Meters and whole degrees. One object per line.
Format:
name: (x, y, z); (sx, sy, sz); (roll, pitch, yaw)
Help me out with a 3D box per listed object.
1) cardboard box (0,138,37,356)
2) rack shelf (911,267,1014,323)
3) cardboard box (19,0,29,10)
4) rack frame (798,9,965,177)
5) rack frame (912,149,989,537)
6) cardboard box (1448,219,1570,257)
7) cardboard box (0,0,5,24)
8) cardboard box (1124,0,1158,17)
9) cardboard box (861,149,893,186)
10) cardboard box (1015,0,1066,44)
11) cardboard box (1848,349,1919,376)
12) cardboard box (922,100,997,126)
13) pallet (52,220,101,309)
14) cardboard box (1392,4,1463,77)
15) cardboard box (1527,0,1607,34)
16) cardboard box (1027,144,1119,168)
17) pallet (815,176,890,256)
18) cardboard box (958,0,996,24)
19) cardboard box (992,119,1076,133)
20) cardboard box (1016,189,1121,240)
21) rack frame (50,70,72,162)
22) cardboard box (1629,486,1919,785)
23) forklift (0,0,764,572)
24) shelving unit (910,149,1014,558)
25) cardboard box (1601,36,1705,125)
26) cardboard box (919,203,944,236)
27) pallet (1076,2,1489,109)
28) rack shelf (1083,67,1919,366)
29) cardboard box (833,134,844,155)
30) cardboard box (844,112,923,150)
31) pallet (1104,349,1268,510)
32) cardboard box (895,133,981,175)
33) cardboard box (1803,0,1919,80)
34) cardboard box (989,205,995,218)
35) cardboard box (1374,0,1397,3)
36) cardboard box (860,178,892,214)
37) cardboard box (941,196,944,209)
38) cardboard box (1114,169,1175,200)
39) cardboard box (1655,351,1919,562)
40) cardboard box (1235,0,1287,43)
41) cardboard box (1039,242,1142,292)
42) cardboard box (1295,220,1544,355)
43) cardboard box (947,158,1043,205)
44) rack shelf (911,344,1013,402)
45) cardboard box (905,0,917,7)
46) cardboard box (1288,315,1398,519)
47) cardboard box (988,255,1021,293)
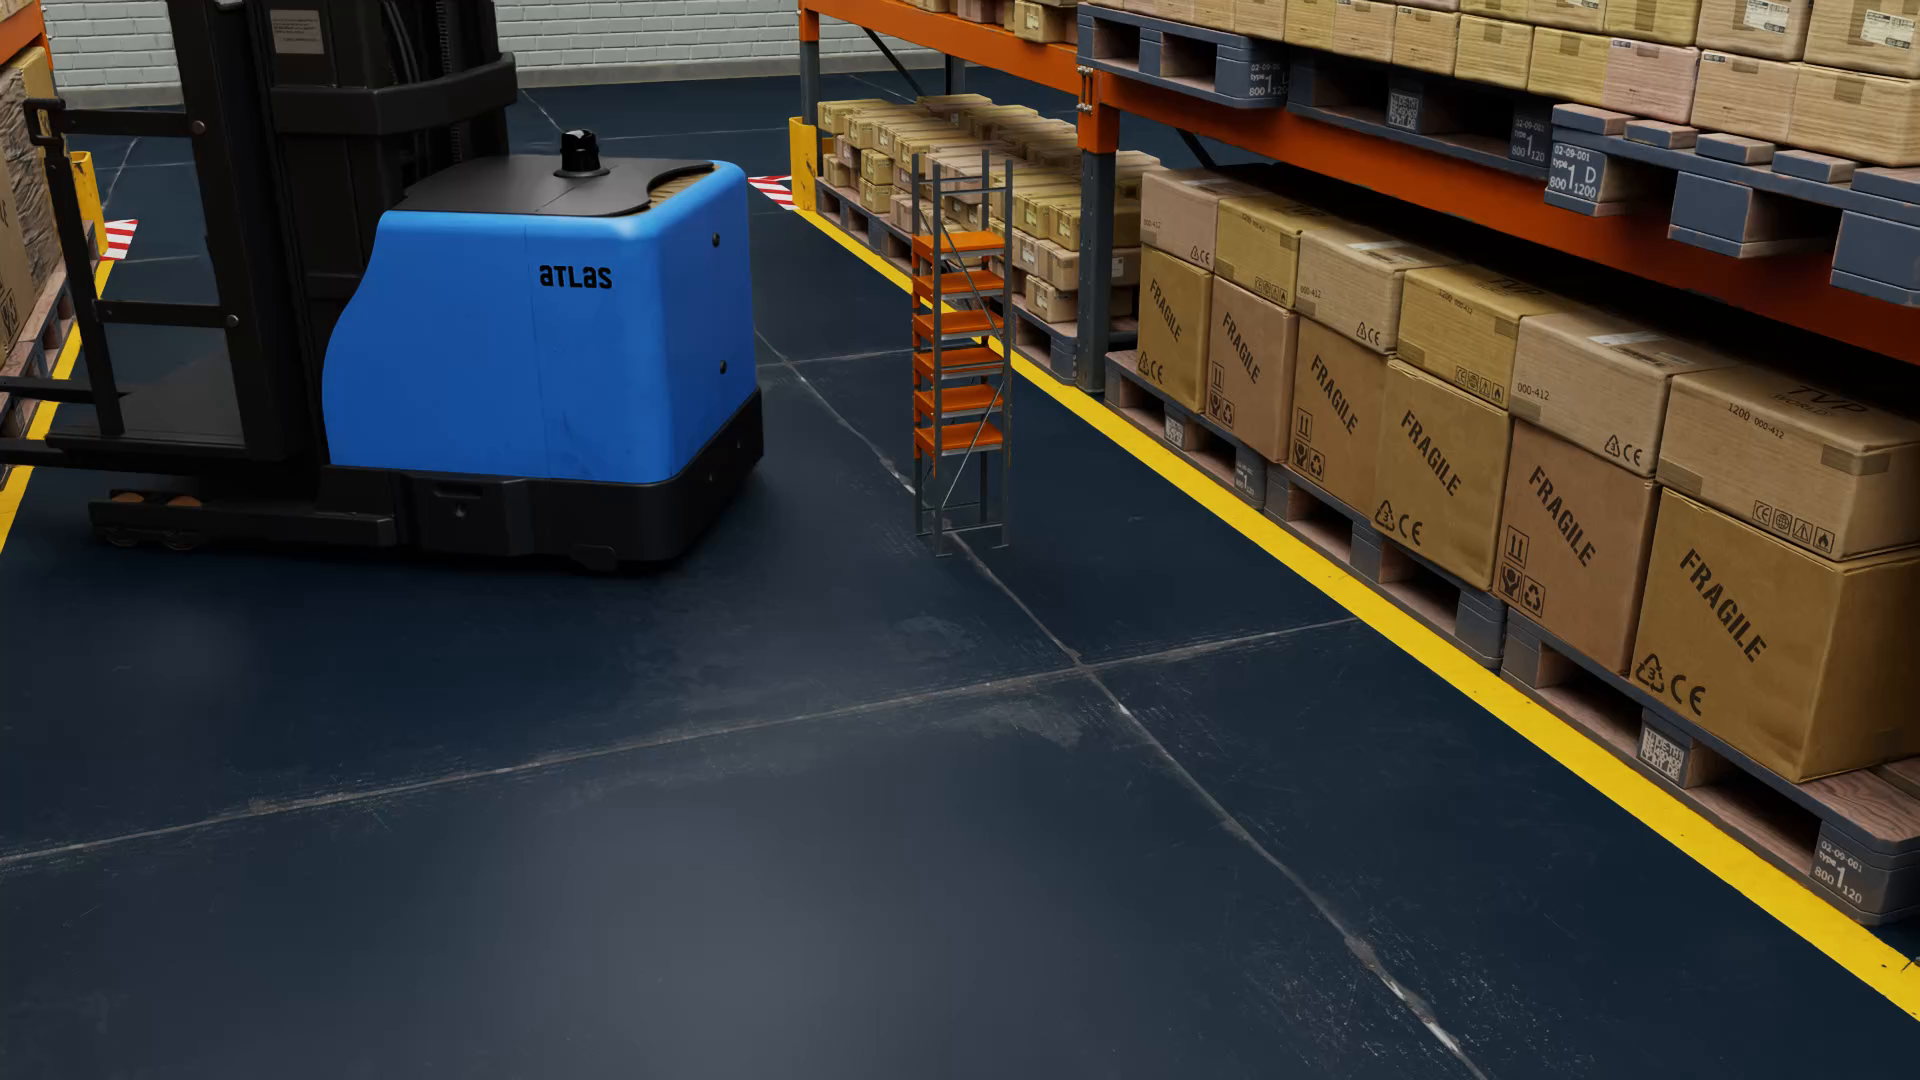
cardboard box: (-4.198, -1.195, 6.419); (0.875, 0.875, 0.875); (-8, 24, -19)
rack shelf: (0.005, -0.728, 4.929); (0.258, 0.103, 0.180); (-8, 24, -19)
cardboard box: (-4.608, -2.562, 7.791); (0.380, 0.149, 0.250); (-8, 24, -18)
rack frame: (-0.459, -3.500, 9.693); (1.000, 3.000, 0.127); (-8, 24, -19)
rack frame: (-0.027, -0.581, 5.083); (0.240, 1.200, 0.006); (-8, 24, -19)
cardboard box: (1.823, -0.819, 5.044); (0.500, 0.250, 0.500); (-9, 25, -21)
cardboard box: (-4.339, -2.286, 7.134); (0.380, 0.149, 0.250); (-9, 24, -20)
cardboard box: (0.766, -1.818, 5.485); (0.380, 0.149, 0.250); (-8, 24, -18)
cardboard box: (-0.312, -1.999, 8.879); (0.380, 0.149, 0.250); (-8, 24, -17)
cardboard box: (0.441, -2.081, 6.650); (0.380, 0.149, 0.250); (-9, 24, -20)
cardboard box: (2.350, -0.264, 3.728); (0.500, 0.250, 0.500); (-9, 25, -21)
cardboard box: (0.000, -2.397, 9.440); (0.380, 0.149, 0.250); (-8, 24, -18)
pallet: (-4.779, -1.292, 8.043); (1.003, 0.211, 1.213); (-8, 24, -19)
cardboard box: (1.315, -1.254, 4.146); (0.380, 0.149, 0.250); (-8, 24, -17)
cardboard box: (1.487, -1.208, 3.655); (0.380, 0.149, 0.250); (-8, 24, -19)
cardboard box: (0.548, -1.831, 8.095); (0.380, 0.149, 0.250); (-9, 25, -21)
pallet: (-0.178, -1.888, 9.457); (1.003, 0.211, 1.213); (-8, 24, -19)
cardboard box: (0.211, -2.378, 7.354); (0.380, 0.149, 0.250); (-9, 25, -21)
cardboard box: (0.390, -2.128, 8.801); (0.380, 0.149, 0.250); (-7, 24, -17)
cardboard box: (0.457, -1.382, 7.030); (0.380, 0.149, 0.250); (-8, 24, -18)
rack frame: (-5.135, -2.856, 8.165); (1.000, 3.000, 0.127); (-8, 24, -19)
cardboard box: (1.890, 0.162, 3.682); (0.500, 0.500, 0.500); (-8, 24, -19)
forklift: (-2.246, -1.514, 5.067); (3.031, 2.935, 1.130); (4, 23, 9)
shelving unit: (0.005, -0.548, 5.004); (0.258, 1.200, 0.189); (-8, 24, -19)
cardboard box: (1.586, -0.971, 3.475); (0.380, 0.149, 0.250); (-8, 24, -18)
cardboard box: (-0.014, -1.586, 8.280); (0.380, 0.149, 0.250); (-8, 24, -19)
pallet: (1.088, -1.661, 5.575); (1.003, 0.211, 1.213); (-8, 24, -19)
rack shelf: (1.661, -0.989, 4.660); (1.077, 0.370, 4.000); (-8, 24, -19)
cardboard box: (-0.514, -2.292, 9.572); (0.380, 0.149, 0.250); (-7, 24, -17)
cardboard box: (-0.413, -2.224, 9.030); (0.380, 0.149, 0.250); (-8, 24, -19)
pallet: (1.230, -0.479, 6.115); (1.003, 0.211, 1.213); (-8, 24, -19)
cardboard box: (-0.108, -1.942, 8.359); (0.380, 0.149, 0.250); (-8, 24, -18)
cardboard box: (1.767, -0.925, 2.983); (0.380, 0.149, 0.250); (-8, 24, -18)
cardboard box: (0.330, -1.431, 7.529); (0.380, 0.149, 0.250); (-8, 24, -19)
cardboard box: (1.217, -1.487, 4.317); (0.380, 0.149, 0.250); (-9, 24, -20)
cardboard box: (-0.322, -1.865, 8.942); (0.380, 0.149, 0.250); (-8, 24, -18)
cardboard box: (0.092, -1.724, 8.224); (0.380, 0.149, 0.250); (-7, 24, -16)
cardboard box: (0.849, -1.548, 7.424); (0.380, 0.149, 0.250); (-9, 24, -20)
cardboard box: (1.880, -0.193, 3.559); (0.500, 0.250, 0.500); (-9, 24, -20)
cardboard box: (1.029, -1.543, 4.832); (0.380, 0.149, 0.250); (-9, 25, -21)
cardboard box: (0.545, -1.135, 6.827); (0.380, 0.149, 0.250); (-8, 24, -18)
cardboard box: (1.334, -0.750, 4.880); (0.500, 0.250, 0.500); (-7, 24, -17)
cardboard box: (0.162, -1.662, 7.695); (0.380, 0.149, 0.250); (-10, 25, -22)
rack shelf: (0.005, -0.507, 5.022); (0.258, 0.103, 0.180); (-8, 24, -19)
cardboard box: (-0.052, -2.662, 8.027); (0.380, 0.149, 0.250); (-7, 24, -17)
cardboard box: (1.353, -0.403, 5.022); (0.500, 0.500, 0.500); (-8, 24, -18)
cardboard box: (0.330, -1.215, 7.402); (0.380, 0.149, 0.250); (-9, 25, -21)
